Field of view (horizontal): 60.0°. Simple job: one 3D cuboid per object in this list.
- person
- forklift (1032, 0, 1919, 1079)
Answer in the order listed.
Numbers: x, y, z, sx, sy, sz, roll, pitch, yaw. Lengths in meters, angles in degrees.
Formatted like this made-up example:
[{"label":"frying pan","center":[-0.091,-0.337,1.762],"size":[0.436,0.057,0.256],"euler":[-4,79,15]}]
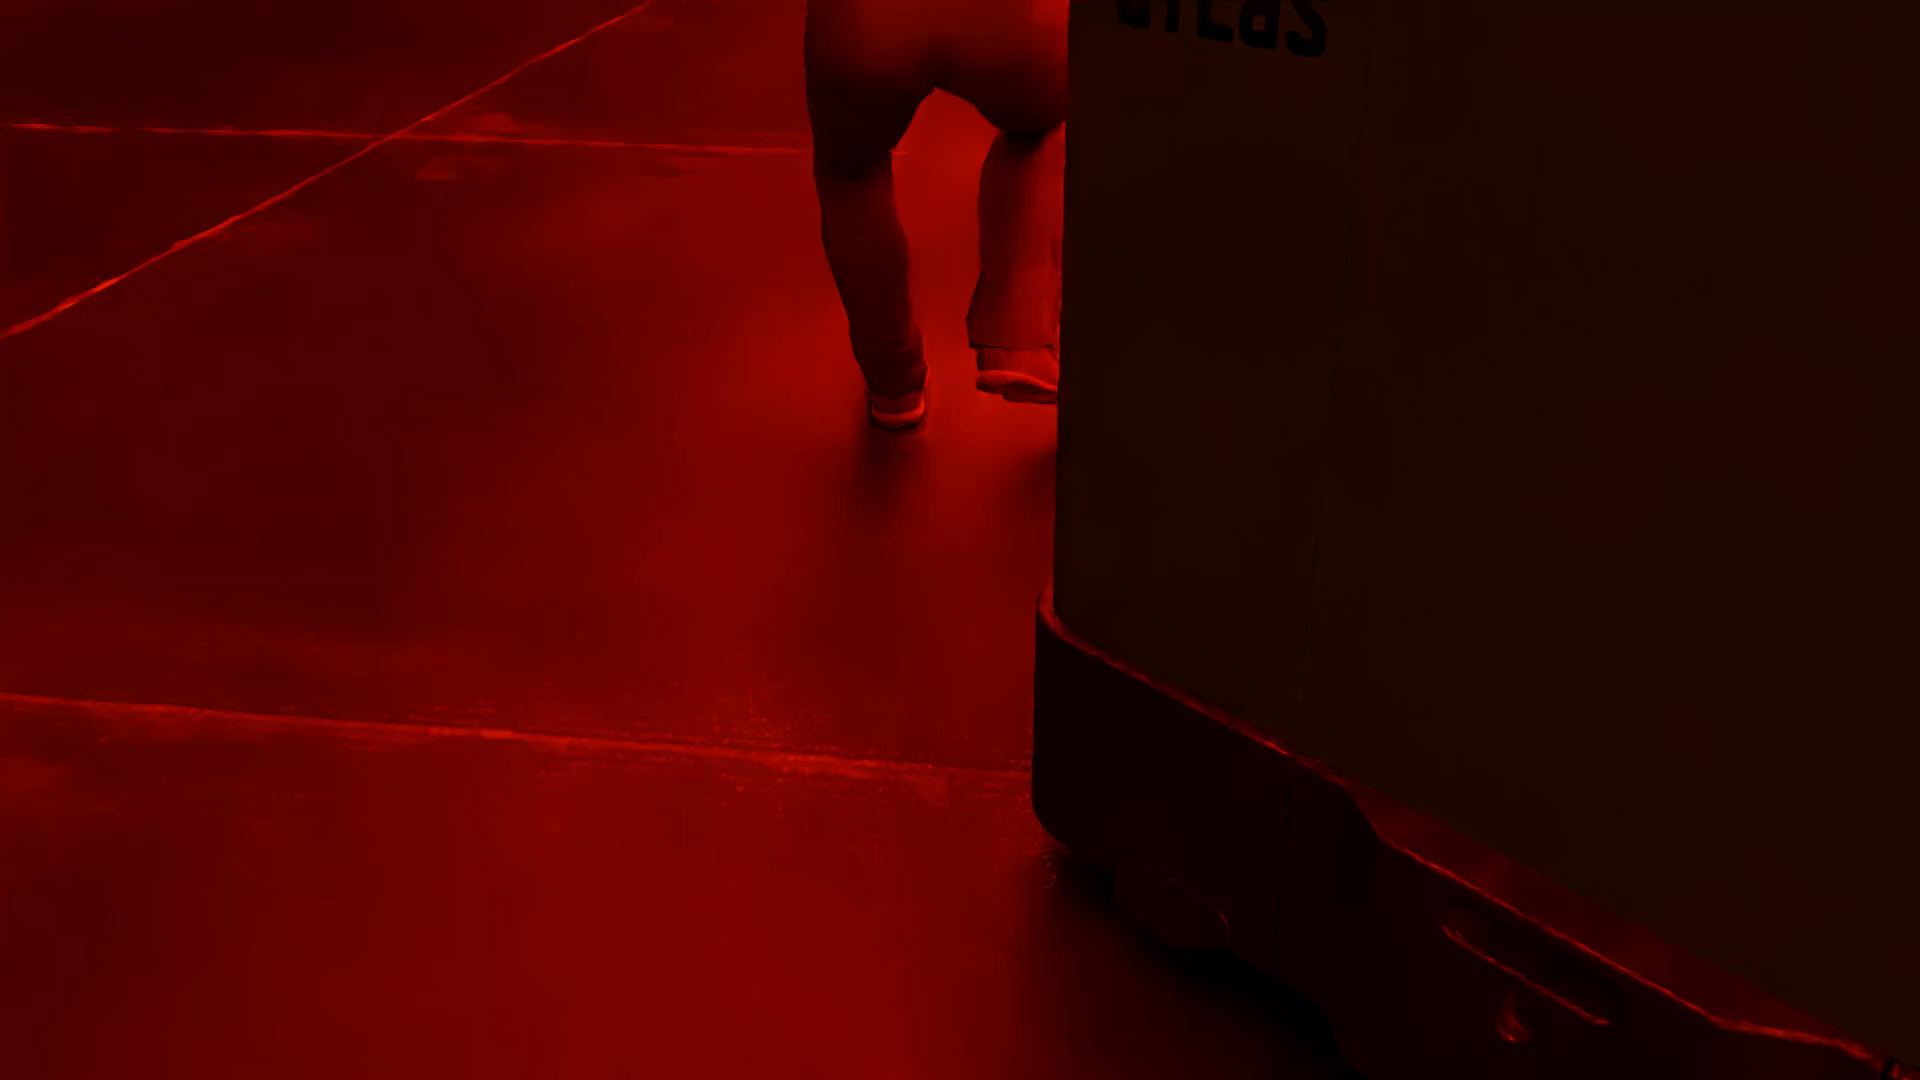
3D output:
[{"label":"person","center":[-0.062,-0.839,2.482],"size":[0.985,1.509,0.711],"euler":[1,27,2]},{"label":"forklift","center":[1.433,-0.624,0.467],"size":[1.130,2.935,3.031],"euler":[-22,34,-37]}]
